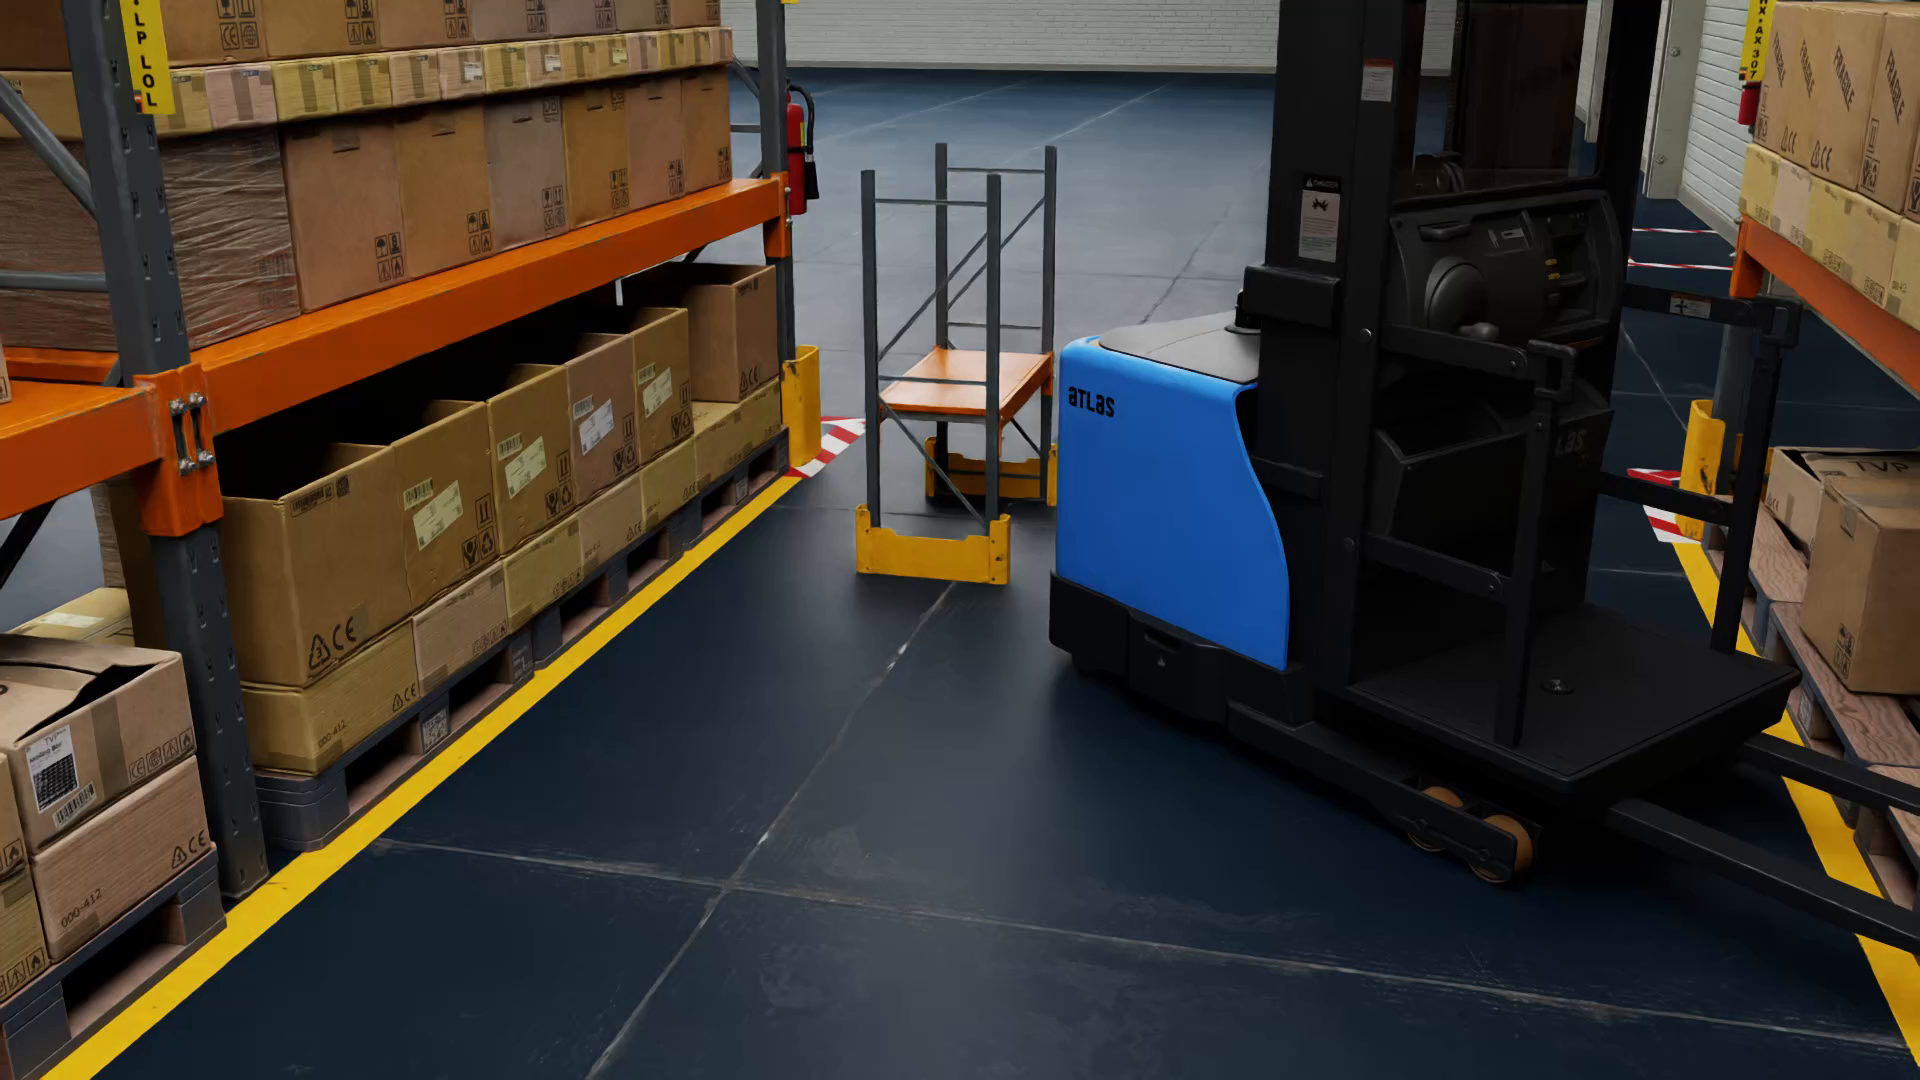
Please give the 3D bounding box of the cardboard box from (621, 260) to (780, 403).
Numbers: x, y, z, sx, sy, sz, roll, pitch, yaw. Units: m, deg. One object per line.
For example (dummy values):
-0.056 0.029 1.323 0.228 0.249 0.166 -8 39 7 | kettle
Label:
-1.102 -0.902 7.132 0.500 0.500 0.500 5 19 13 | cardboard box

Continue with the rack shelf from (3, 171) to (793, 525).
-1.748 -0.874 5.719 1.077 0.370 4.000 5 19 13 | rack shelf

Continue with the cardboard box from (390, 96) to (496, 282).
-1.886 -1.097 5.105 0.700 0.500 0.500 5 19 14 | cardboard box

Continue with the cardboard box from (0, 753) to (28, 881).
-2.179 0.563 3.136 0.500 0.311 0.500 5 20 15 | cardboard box

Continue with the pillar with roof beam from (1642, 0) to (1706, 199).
2.970 -8.104 16.491 9.100 9.000 0.400 5 19 13 | pillar with roof beam

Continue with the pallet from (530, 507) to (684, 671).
-1.706 0.102 6.061 1.003 0.211 1.213 5 19 13 | pallet

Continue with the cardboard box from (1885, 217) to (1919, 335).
2.627 -0.623 4.072 0.500 0.250 0.500 5 19 13 | cardboard box

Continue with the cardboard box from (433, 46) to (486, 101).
-1.673 -1.415 5.032 0.380 0.149 0.250 4 19 12 | cardboard box

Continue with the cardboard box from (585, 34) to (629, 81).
-1.421 -1.738 5.976 0.380 0.149 0.250 5 20 15 | cardboard box

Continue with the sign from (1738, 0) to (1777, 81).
3.019 -1.904 6.281 0.100 0.325 0.005 5 19 13 | sign

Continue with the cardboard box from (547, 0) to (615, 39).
-1.645 -2.017 5.791 0.700 0.500 0.500 5 19 14 | cardboard box

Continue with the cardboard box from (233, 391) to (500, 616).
-1.706 -0.118 4.836 0.500 0.500 0.500 5 19 13 | cardboard box

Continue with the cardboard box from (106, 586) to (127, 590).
-2.204 0.196 5.076 0.500 0.250 0.500 5 19 13 | cardboard box

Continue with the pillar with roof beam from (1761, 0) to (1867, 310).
1.504 -6.223 10.985 9.100 9.000 0.400 5 19 13 | pillar with roof beam

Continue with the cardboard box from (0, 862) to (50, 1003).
-2.183 0.826 3.233 0.500 0.250 0.500 4 19 13 | cardboard box

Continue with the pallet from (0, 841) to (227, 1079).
-2.379 0.966 3.533 1.003 0.211 1.213 5 19 13 | pallet

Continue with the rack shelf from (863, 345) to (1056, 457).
0.021 -0.566 6.582 0.538 0.185 1.000 5 19 13 | rack shelf

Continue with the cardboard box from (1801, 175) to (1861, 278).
2.874 -0.939 4.997 0.500 0.250 0.500 4 19 13 | cardboard box

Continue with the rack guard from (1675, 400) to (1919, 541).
3.526 -0.245 6.630 1.175 0.500 0.348 5 19 13 | rack guard

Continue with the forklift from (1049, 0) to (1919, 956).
1.582 -0.707 4.223 1.130 2.935 3.031 -14 23 -35 | forklift

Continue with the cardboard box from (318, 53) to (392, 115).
-1.798 -1.253 4.557 0.380 0.149 0.250 4 19 13 | cardboard box

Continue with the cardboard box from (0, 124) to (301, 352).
-2.135 -0.775 4.160 0.700 0.500 0.500 4 19 12 | cardboard box

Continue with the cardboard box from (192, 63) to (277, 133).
-1.922 -1.090 4.078 0.380 0.149 0.250 5 19 14 | cardboard box

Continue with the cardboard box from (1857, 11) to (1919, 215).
2.759 -1.140 4.427 0.500 0.500 0.500 5 20 15 | cardboard box

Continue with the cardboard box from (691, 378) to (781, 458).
-1.104 -0.547 7.254 0.500 0.250 0.500 5 19 13 | cardboard box

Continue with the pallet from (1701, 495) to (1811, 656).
3.293 0.144 5.940 1.003 0.211 1.213 5 19 13 | pallet

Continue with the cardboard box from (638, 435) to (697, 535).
-1.335 -0.233 6.333 0.500 0.250 0.500 5 19 13 | cardboard box

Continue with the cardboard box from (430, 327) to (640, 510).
-1.456 -0.431 5.753 0.500 0.500 0.500 5 19 13 | cardboard box

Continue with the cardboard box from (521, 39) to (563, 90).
-1.545 -1.574 5.498 0.380 0.149 0.250 4 19 13 | cardboard box

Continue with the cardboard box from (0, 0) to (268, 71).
-2.135 -1.388 3.950 0.700 0.500 0.500 5 19 14 | cardboard box

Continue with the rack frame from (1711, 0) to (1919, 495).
3.545 -1.451 6.296 1.000 3.000 0.127 5 19 13 | rack frame

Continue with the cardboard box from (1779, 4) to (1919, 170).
3.006 -1.465 5.376 0.500 0.500 0.500 5 19 14 | cardboard box

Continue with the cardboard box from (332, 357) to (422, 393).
-2.084 -0.315 5.415 0.500 0.500 0.500 5 19 13 | cardboard box

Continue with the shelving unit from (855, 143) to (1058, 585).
0.019 -0.734 6.515 0.587 1.500 1.083 5 19 13 | shelving unit

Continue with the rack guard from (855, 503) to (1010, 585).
-0.103 0.014 6.260 0.587 0.250 0.087 5 19 13 | rack guard

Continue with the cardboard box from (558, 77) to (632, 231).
-1.637 -1.423 6.059 0.700 0.500 0.500 5 19 14 | cardboard box

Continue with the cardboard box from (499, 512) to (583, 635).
-1.575 0.081 5.415 0.500 0.250 0.500 5 19 13 | cardboard box

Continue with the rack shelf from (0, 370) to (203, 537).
-2.726 0.380 2.048 1.077 0.370 4.000 5 19 13 | rack shelf

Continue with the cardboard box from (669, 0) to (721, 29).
-1.399 -2.341 6.738 0.700 0.500 0.500 5 19 14 | cardboard box

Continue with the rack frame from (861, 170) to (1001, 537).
-0.103 -0.577 6.057 0.500 1.500 0.032 5 19 13 | rack frame

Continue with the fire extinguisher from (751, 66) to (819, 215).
-0.780 -1.805 7.451 0.296 0.674 0.183 5 19 13 | fire extinguisher

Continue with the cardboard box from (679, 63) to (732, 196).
-1.386 -1.743 6.996 0.700 0.500 0.500 5 19 13 | cardboard box

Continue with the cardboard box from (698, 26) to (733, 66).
-1.168 -2.061 6.922 0.380 0.149 0.250 4 19 12 | cardboard box

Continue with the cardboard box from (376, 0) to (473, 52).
-1.890 -1.704 4.873 0.700 0.500 0.500 5 19 13 | cardboard box

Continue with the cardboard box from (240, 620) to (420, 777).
-1.830 0.393 4.499 0.500 0.250 0.500 5 19 13 | cardboard box

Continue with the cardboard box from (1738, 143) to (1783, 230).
3.118 -1.262 5.943 0.500 0.250 0.500 4 19 12 | cardboard box

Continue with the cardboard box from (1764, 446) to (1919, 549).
3.288 -0.177 6.045 0.500 0.311 0.500 2 19 7 | cardboard box

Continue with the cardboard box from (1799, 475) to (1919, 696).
2.921 0.138 4.830 0.700 0.500 0.500 3 19 10 | cardboard box

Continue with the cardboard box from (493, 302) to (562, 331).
-1.836 -0.629 6.332 0.500 0.500 0.500 5 19 13 | cardboard box

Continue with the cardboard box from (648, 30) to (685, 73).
-1.293 -1.899 6.447 0.380 0.149 0.250 4 19 13 | cardboard box
